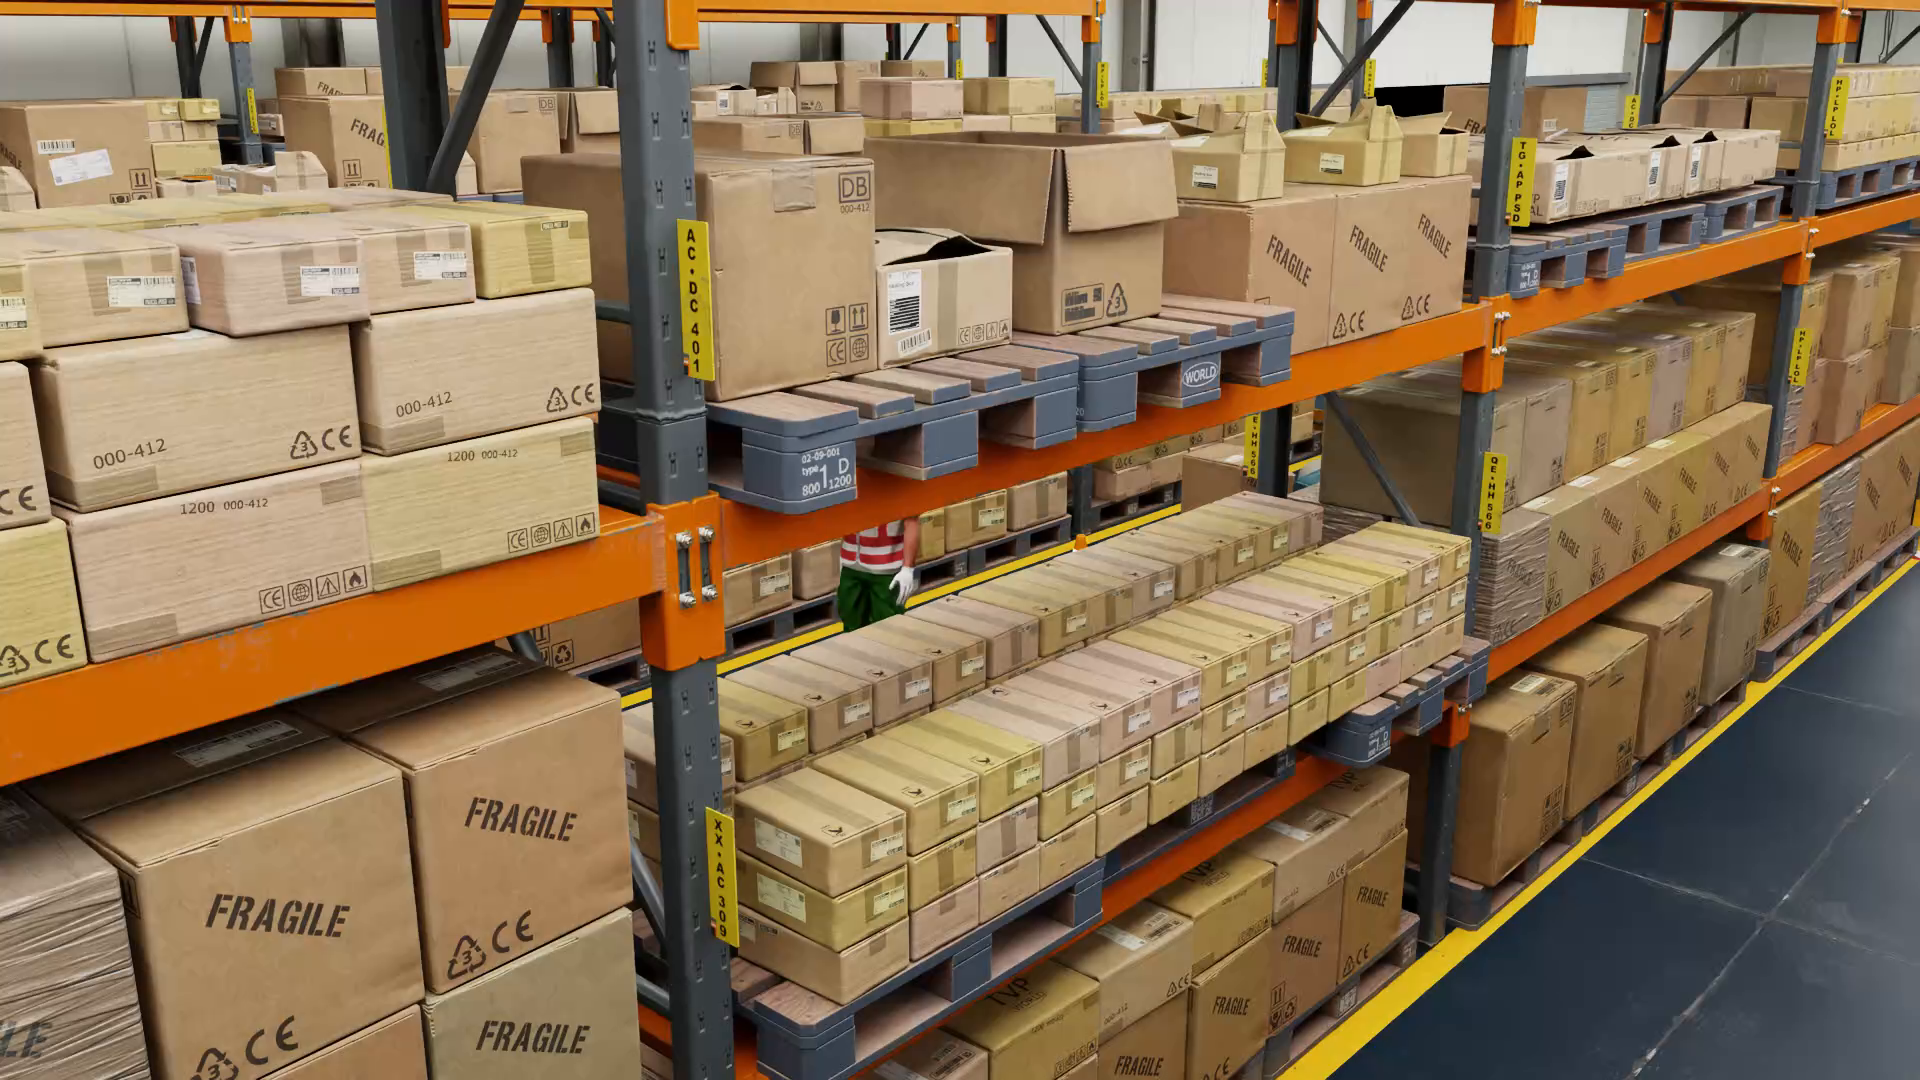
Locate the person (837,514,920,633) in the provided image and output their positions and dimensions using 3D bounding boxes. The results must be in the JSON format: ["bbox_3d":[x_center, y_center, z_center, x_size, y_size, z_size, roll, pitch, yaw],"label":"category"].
[{"bbox_3d":[-0.488,0.186,9.328,0.599,1.814,0.429,11,20,33],"label":"person"}]
